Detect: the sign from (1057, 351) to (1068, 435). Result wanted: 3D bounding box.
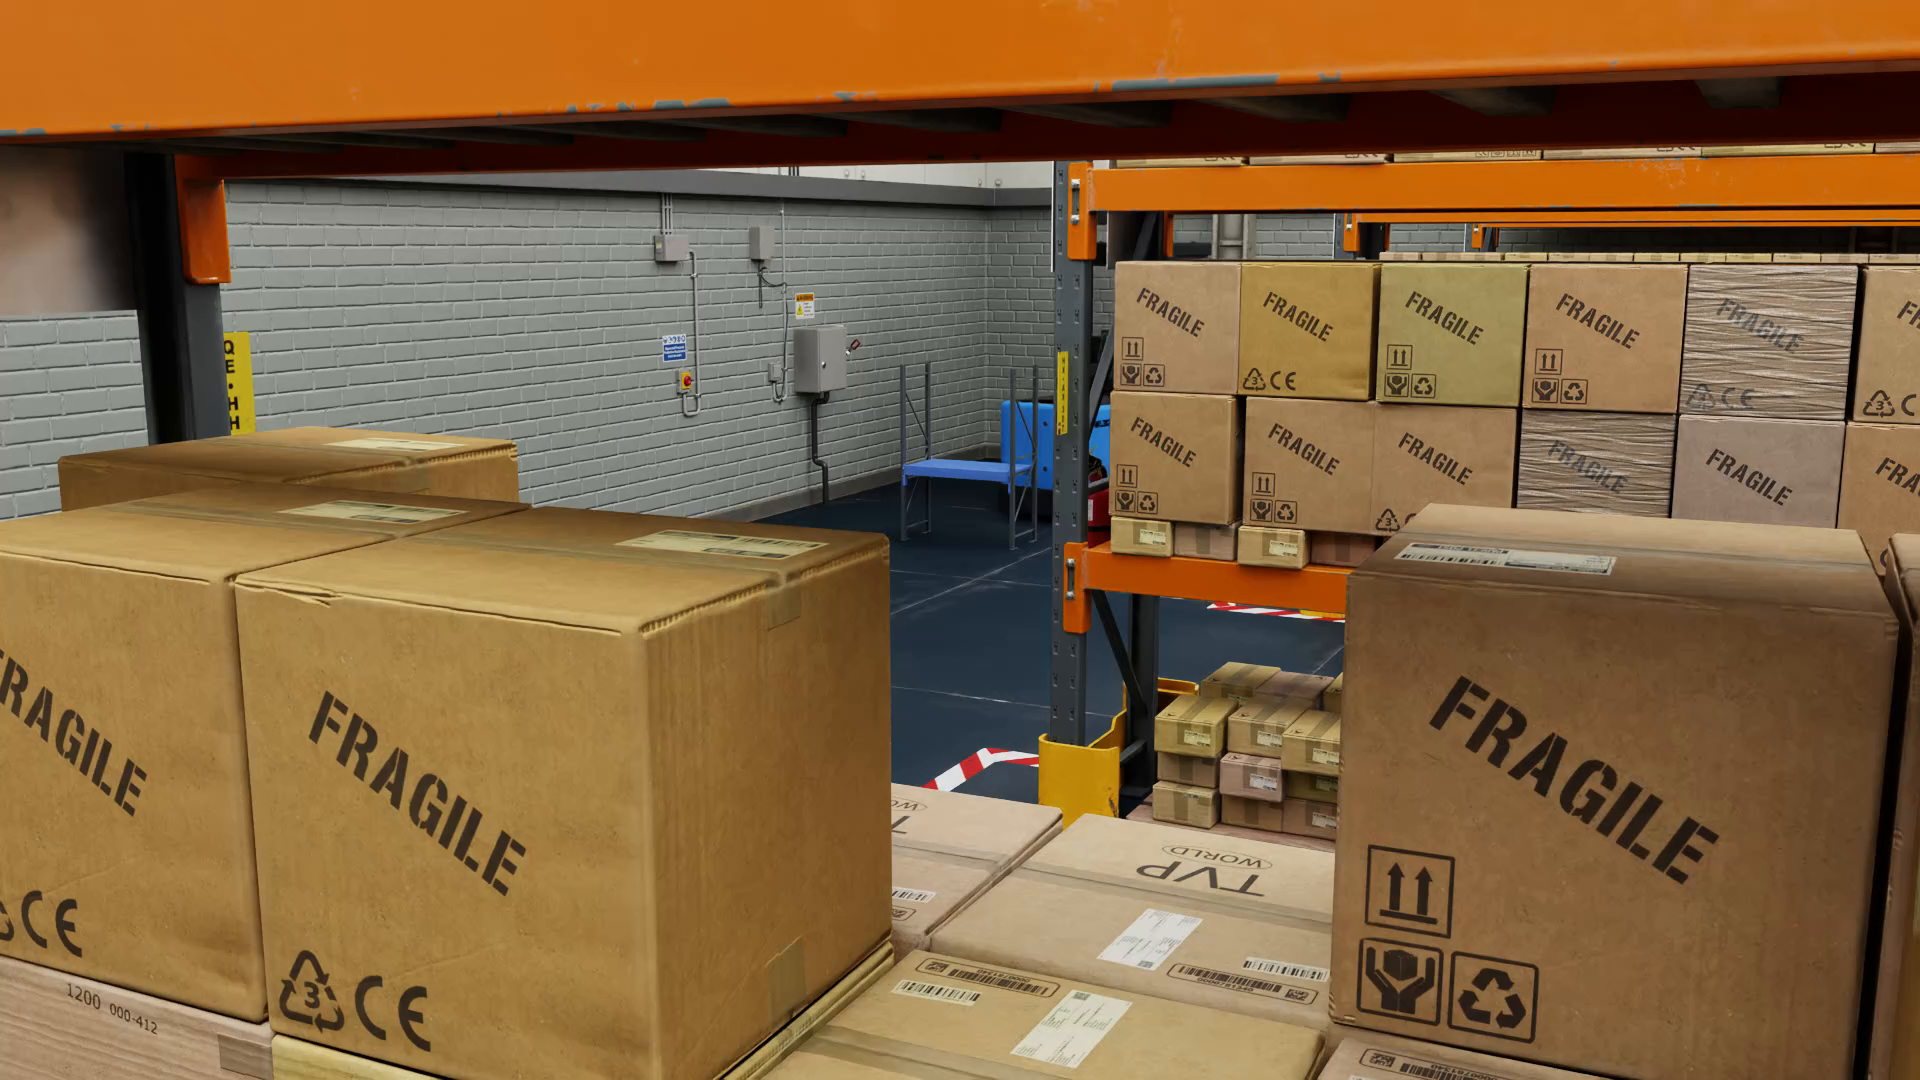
[{"bbox_3d":[0.408,-0.582,6.595,0.005,0.325,0.100,5,11,26],"label":"sign"}]

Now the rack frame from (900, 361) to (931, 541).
[{"bbox_3d":[-0.379,-0.771,14.281,0.032,1.500,0.500,5,11,26],"label":"rack frame"}]

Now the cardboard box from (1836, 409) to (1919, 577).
[{"bbox_3d":[3.212,-0.158,5.562,0.500,0.500,0.500,5,11,24],"label":"cardboard box"}]

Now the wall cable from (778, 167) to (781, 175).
[{"bbox_3d":[-2.143,-4.517,13.919,0.029,3.000,2.355,5,11,26],"label":"wall cable"}]

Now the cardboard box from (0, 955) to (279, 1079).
[{"bbox_3d":[-0.857,0.589,2.137,0.500,0.250,0.500,5,11,25],"label":"cardboard box"}]

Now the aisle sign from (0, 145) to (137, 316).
[{"bbox_3d":[-1.569,-0.792,2.882,0.004,0.787,0.394,5,11,26],"label":"aisle sign"}]

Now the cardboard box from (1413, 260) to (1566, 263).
[{"bbox_3d":[2.093,-0.855,6.607,0.500,0.500,0.500,6,12,29],"label":"cardboard box"}]

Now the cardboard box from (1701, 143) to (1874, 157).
[{"bbox_3d":[2.778,-1.407,5.579,0.500,0.250,0.500,5,11,25],"label":"cardboard box"}]

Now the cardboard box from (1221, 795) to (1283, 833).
[{"bbox_3d":[1.248,1.053,6.815,0.250,0.149,0.380,5,11,26],"label":"cardboard box"}]

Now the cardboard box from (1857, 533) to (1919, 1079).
[{"bbox_3d":[1.196,0.296,1.652,0.500,0.500,0.500,5,11,26],"label":"cardboard box"}]

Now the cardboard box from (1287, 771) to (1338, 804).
[{"bbox_3d":[1.484,0.925,6.688,0.250,0.149,0.380,5,11,27],"label":"cardboard box"}]

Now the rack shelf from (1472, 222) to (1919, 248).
[{"bbox_3d":[6.734,-2.799,14.871,4.000,0.370,1.077,5,11,26],"label":"rack shelf"}]

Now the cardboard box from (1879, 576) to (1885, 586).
[{"bbox_3d":[3.182,0.146,5.707,0.250,0.149,0.380,5,11,24],"label":"cardboard box"}]

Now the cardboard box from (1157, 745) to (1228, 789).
[{"bbox_3d":[1.005,0.889,6.886,0.250,0.149,0.380,6,12,28],"label":"cardboard box"}]

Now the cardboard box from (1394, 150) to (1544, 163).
[{"bbox_3d":[1.876,-1.488,6.030,0.500,0.250,0.500,5,11,24],"label":"cardboard box"}]

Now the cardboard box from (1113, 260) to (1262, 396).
[{"bbox_3d":[0.933,-0.853,6.596,0.500,0.500,0.500,5,11,25],"label":"cardboard box"}]

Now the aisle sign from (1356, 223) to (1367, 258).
[{"bbox_3d":[2.821,-2.376,11.636,0.004,0.787,0.394,5,11,26],"label":"aisle sign"}]

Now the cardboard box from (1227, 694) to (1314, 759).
[{"bbox_3d":[1.268,0.758,6.772,0.250,0.149,0.380,5,12,27],"label":"cardboard box"}]

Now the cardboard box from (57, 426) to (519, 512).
[{"bbox_3d":[-1.084,0.096,2.758,0.500,0.500,0.500,5,11,27],"label":"cardboard box"}]

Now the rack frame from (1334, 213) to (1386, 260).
[{"bbox_3d":[2.748,-1.042,11.563,0.127,3.000,1.000,5,11,26],"label":"rack frame"}]

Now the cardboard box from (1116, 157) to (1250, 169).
[{"bbox_3d":[0.938,-1.569,6.476,0.500,0.250,0.500,5,12,28],"label":"cardboard box"}]

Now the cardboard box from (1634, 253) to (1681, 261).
[{"bbox_3d":[4.316,-1.701,10.296,0.250,0.149,0.380,5,11,24],"label":"cardboard box"}]

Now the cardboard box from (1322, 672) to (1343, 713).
[{"bbox_3d":[1.724,0.691,7.147,0.250,0.149,0.380,5,11,25],"label":"cardboard box"}]

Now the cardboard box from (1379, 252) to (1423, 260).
[{"bbox_3d":[2.944,-1.830,11.008,0.250,0.149,0.380,5,12,27],"label":"cardboard box"}]

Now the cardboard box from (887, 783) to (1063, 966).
[{"bbox_3d":[-0.174,0.544,2.385,0.500,0.250,0.500,5,11,24],"label":"cardboard box"}]

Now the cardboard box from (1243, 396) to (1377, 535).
[{"bbox_3d":[1.420,-0.321,6.465,0.500,0.500,0.500,5,11,26],"label":"cardboard box"}]

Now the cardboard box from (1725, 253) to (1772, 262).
[{"bbox_3d":[4.800,-1.671,10.131,0.250,0.149,0.380,5,11,25],"label":"cardboard box"}]

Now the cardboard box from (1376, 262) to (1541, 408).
[{"bbox_3d":[1.845,-0.770,6.136,0.500,0.500,0.500,5,11,25],"label":"cardboard box"}]

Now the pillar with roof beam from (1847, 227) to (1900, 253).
[{"bbox_3d":[6.398,-3.983,10.968,0.400,9.000,9.100,5,11,26],"label":"pillar with roof beam"}]

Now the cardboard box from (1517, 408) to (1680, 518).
[{"bbox_3d":[2.313,-0.241,6.024,0.500,0.500,0.500,5,11,24],"label":"cardboard box"}]

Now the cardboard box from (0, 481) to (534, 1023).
[{"bbox_3d":[-0.878,0.220,2.073,0.500,0.500,0.500,5,11,24],"label":"cardboard box"}]

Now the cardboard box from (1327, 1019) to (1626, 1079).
[{"bbox_3d":[0.734,0.625,1.940,0.500,0.250,0.500,5,12,27],"label":"cardboard box"}]

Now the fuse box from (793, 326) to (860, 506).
[{"bbox_3d":[-1.259,-1.172,15.902,0.414,1.711,0.539,5,11,26],"label":"fuse box"}]

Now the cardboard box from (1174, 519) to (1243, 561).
[{"bbox_3d":[1.040,-0.028,6.668,0.250,0.149,0.380,5,12,28],"label":"cardboard box"}]

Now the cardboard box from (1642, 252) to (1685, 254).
[{"bbox_3d":[4.554,-1.790,10.789,0.250,0.149,0.380,5,12,28],"label":"cardboard box"}]

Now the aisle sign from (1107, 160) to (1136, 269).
[{"bbox_3d":[0.716,-1.576,7.216,0.004,0.787,0.394,5,11,26],"label":"aisle sign"}]

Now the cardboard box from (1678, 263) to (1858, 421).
[{"bbox_3d":[2.776,-0.692,5.706,0.500,0.500,0.500,5,12,27],"label":"cardboard box"}]

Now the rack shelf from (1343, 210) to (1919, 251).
[{"bbox_3d":[4.542,-2.006,10.489,4.000,0.370,1.077,5,11,26],"label":"rack shelf"}]

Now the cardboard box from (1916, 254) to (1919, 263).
[{"bbox_3d":[5.730,-1.598,9.729,0.250,0.149,0.380,5,12,27],"label":"cardboard box"}]

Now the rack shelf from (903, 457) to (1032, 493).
[{"bbox_3d":[0.076,-0.554,14.092,1.000,0.185,0.538,5,11,26],"label":"rack shelf"}]

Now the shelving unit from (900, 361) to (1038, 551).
[{"bbox_3d":[0.076,-0.731,14.059,1.048,1.500,0.538,5,11,26],"label":"shelving unit"}]

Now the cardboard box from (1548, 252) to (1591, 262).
[{"bbox_3d":[3.896,-1.752,10.576,0.250,0.149,0.380,5,11,26],"label":"cardboard box"}]

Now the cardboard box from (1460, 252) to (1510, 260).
[{"bbox_3d":[3.393,-1.782,10.742,0.250,0.149,0.380,5,12,28],"label":"cardboard box"}]

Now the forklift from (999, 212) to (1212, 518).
[{"bbox_3d":[1.700,-1.804,15.966,1.130,2.935,3.031,9,13,40],"label":"forklift"}]

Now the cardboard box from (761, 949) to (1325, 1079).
[{"bbox_3d":[0.062,0.670,1.692,0.500,0.250,0.500,5,11,25],"label":"cardboard box"}]

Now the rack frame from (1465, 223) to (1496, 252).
[{"bbox_3d":[4.941,-1.835,15.945,0.127,3.000,1.000,5,11,26],"label":"rack frame"}]

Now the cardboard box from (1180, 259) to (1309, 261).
[{"bbox_3d":[1.169,-0.934,7.046,0.500,0.500,0.500,5,11,25],"label":"cardboard box"}]

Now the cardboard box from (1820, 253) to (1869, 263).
[{"bbox_3d":[5.275,-1.637,9.941,0.250,0.149,0.380,5,11,25],"label":"cardboard box"}]

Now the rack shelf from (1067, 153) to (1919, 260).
[{"bbox_3d":[2.442,-1.207,6.077,4.000,0.370,1.077,5,11,26],"label":"rack shelf"}]

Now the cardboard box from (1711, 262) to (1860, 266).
[{"bbox_3d":[3.029,-0.773,6.155,0.500,0.500,0.500,5,12,27],"label":"cardboard box"}]

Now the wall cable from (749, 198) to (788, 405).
[{"bbox_3d":[-1.702,-2.210,15.163,0.122,1.984,0.588,5,11,26],"label":"wall cable"}]

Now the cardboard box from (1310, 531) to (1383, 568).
[{"bbox_3d":[1.551,0.000,6.512,0.250,0.149,0.380,6,12,28],"label":"cardboard box"}]

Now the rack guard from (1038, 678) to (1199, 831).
[{"bbox_3d":[0.716,0.993,7.340,0.348,0.500,1.175,5,11,26],"label":"rack guard"}]

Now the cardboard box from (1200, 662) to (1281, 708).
[{"bbox_3d":[1.235,0.662,7.307,0.250,0.149,0.380,5,11,26],"label":"cardboard box"}]
